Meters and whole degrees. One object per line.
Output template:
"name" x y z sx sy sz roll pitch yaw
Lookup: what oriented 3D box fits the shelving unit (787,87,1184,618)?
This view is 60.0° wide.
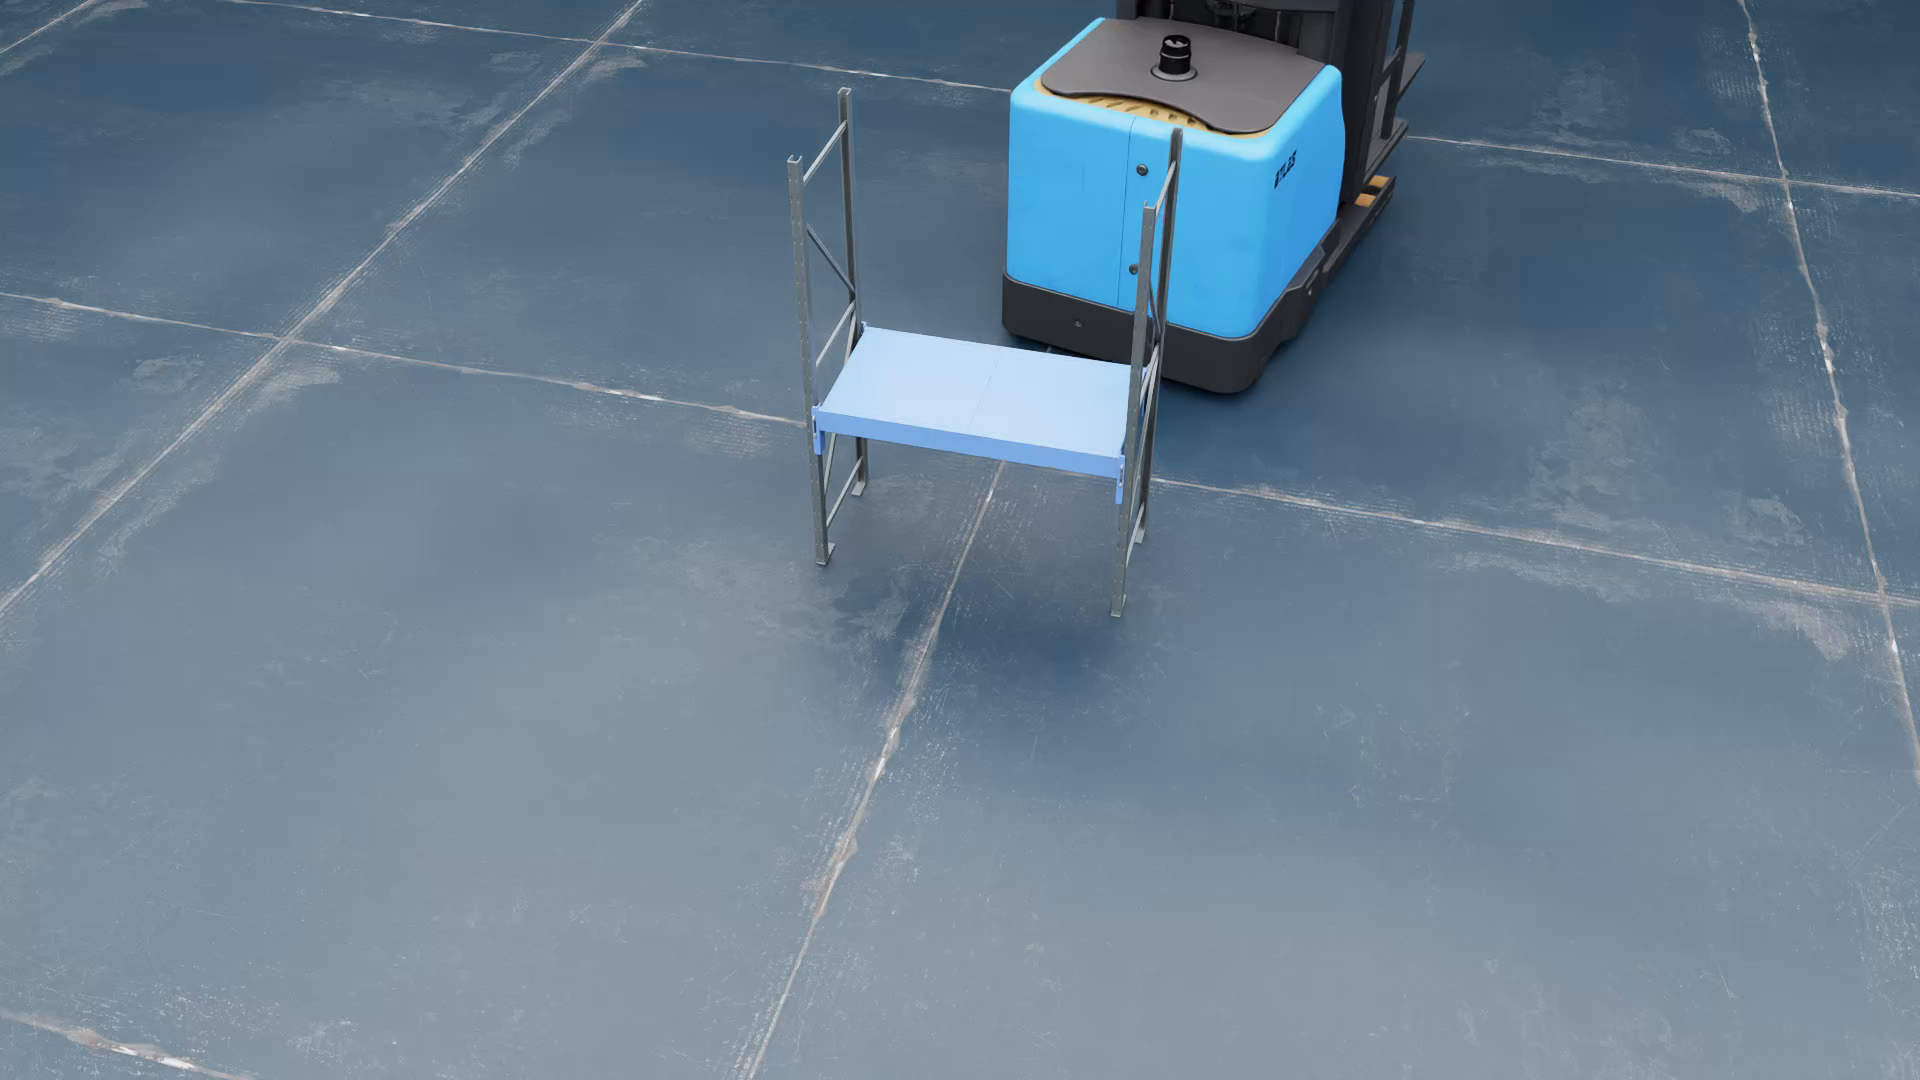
"shelving unit" 0.082 -0.560 5.251 1.048 1.500 0.538 10 41 11

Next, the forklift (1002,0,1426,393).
"forklift" 1.307 -2.615 6.585 1.130 2.935 3.031 19 44 21

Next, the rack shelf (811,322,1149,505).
"rack shelf" 0.082 -0.422 5.366 1.000 0.185 0.538 10 41 11

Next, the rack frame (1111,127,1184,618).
"rack frame" 0.573 -0.476 5.150 0.032 1.500 0.500 10 41 11

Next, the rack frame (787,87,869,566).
"rack frame" -0.409 -0.645 5.351 0.032 1.500 0.500 10 41 11
